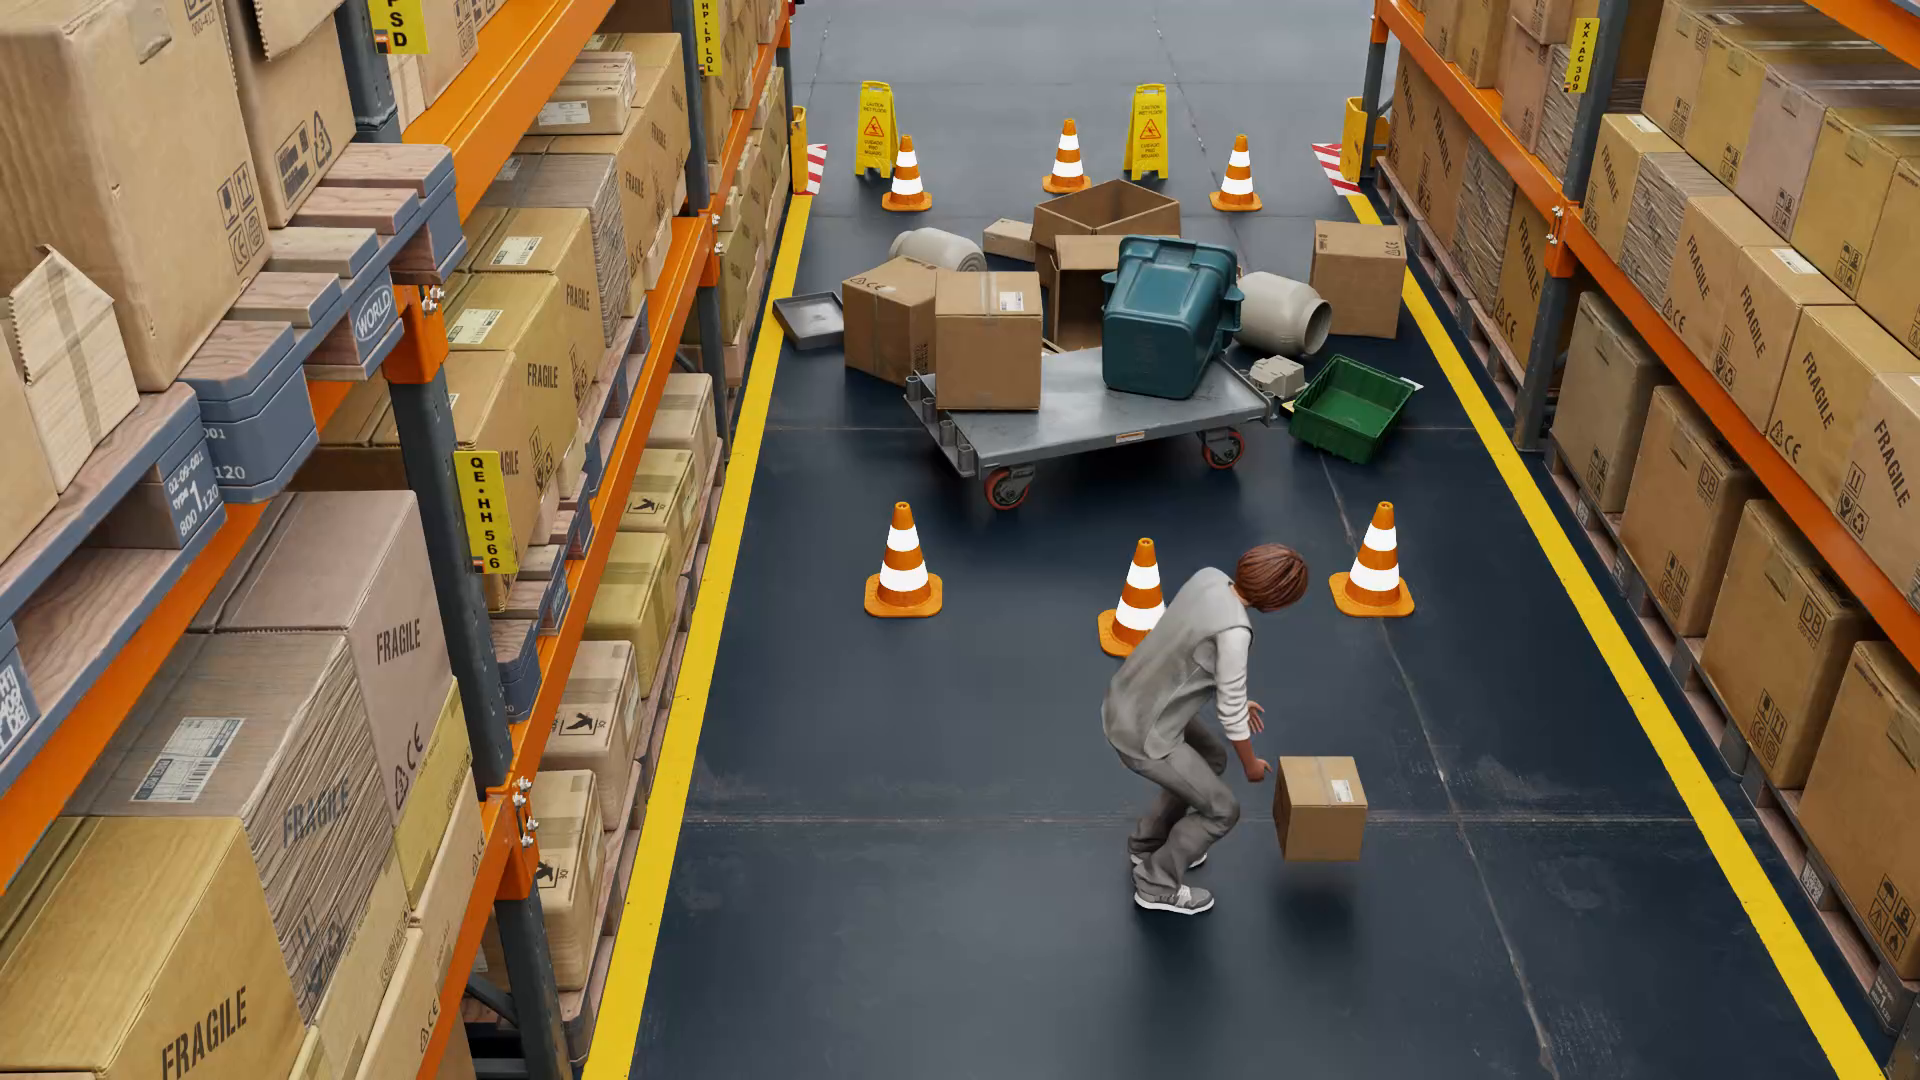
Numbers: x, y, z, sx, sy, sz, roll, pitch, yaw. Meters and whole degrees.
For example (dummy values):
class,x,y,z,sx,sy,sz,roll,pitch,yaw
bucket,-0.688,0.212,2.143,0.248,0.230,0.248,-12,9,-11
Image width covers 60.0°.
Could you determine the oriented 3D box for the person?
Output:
class,x,y,z,sx,sy,sz,roll,pitch,yaw
person,0.784,0.671,5.478,0.710,1.170,0.463,0,32,0
